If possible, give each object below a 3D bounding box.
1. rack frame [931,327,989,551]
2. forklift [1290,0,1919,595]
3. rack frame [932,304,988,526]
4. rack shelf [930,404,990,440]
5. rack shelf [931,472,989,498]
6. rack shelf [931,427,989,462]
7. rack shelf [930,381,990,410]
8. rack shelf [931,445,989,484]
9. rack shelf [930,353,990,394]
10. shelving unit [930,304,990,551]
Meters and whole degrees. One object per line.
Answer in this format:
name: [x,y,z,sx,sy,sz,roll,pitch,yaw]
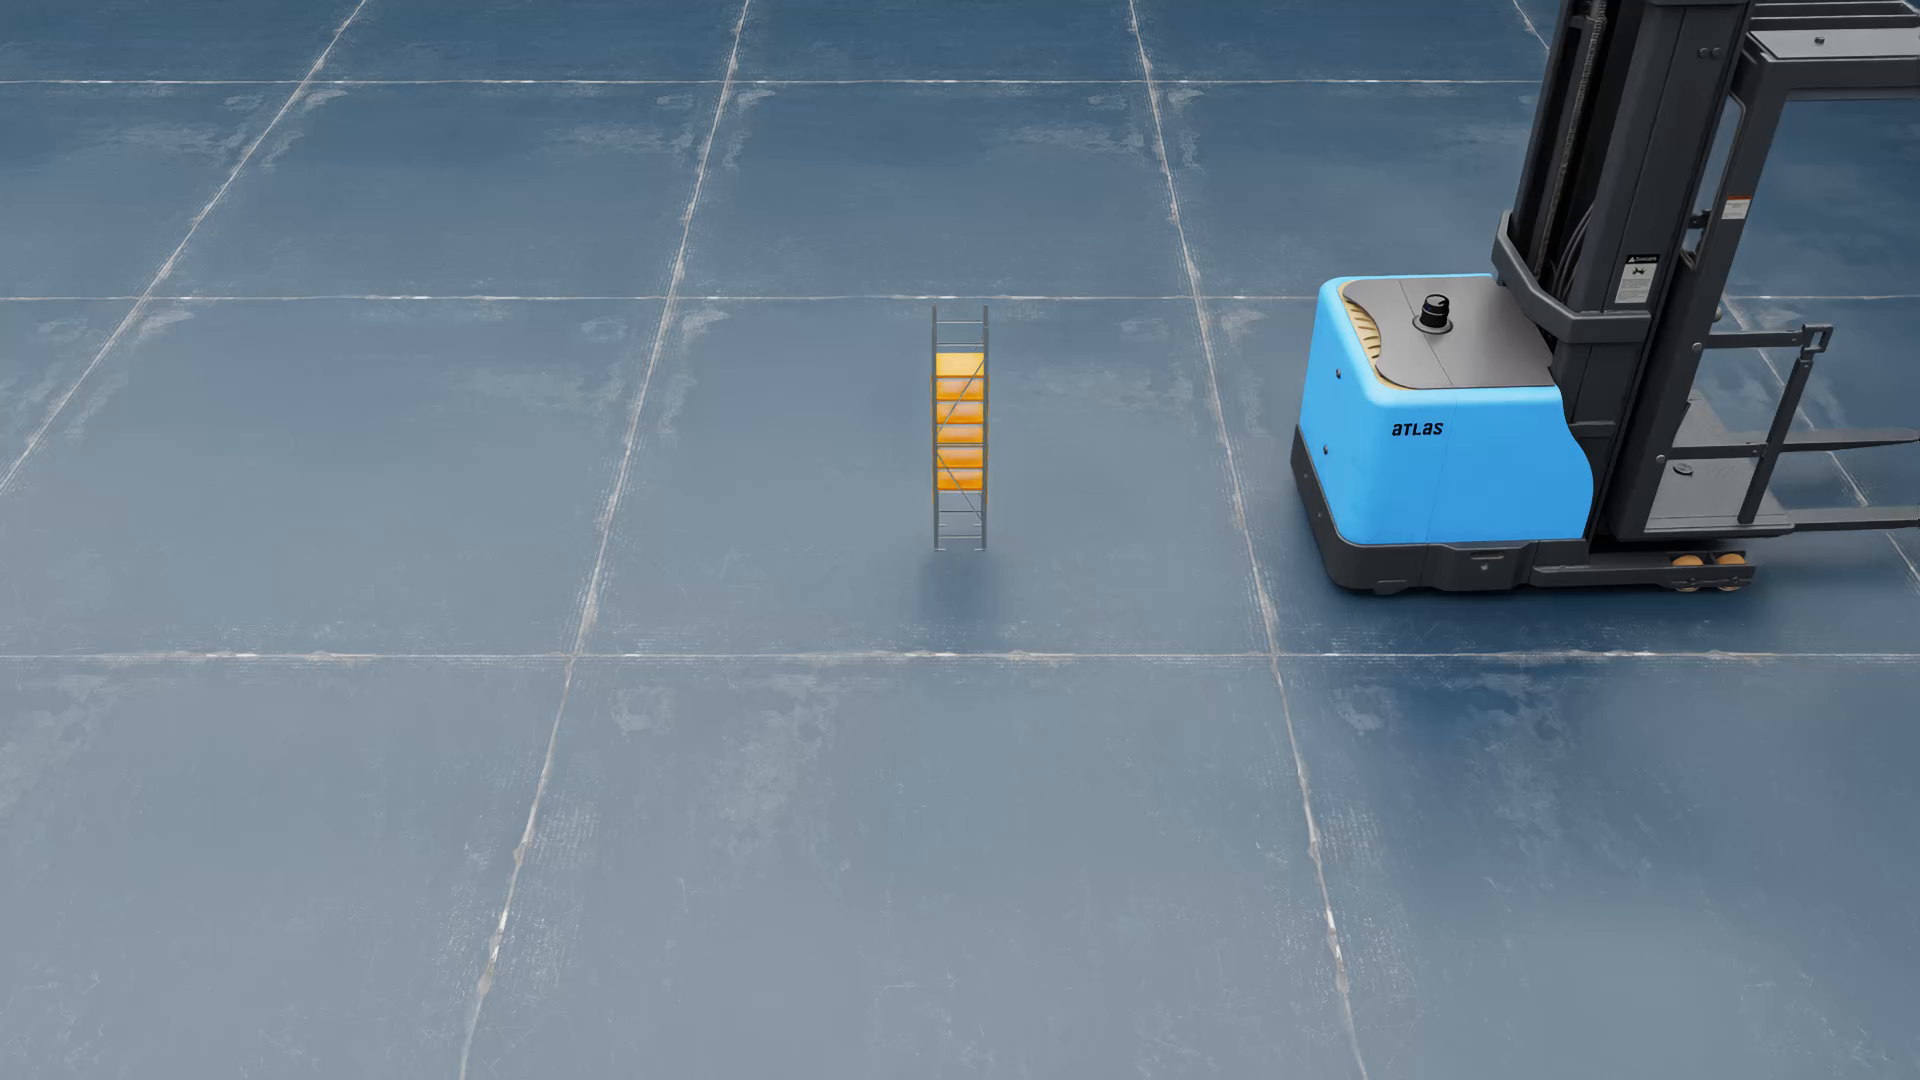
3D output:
rack frame: [0.000,-0.420,7.315,0.240,1.200,0.006,0,39,0]
forklift: [3.143,-1.242,6.956,3.031,2.935,1.130,-2,39,-2]
rack frame: [0.000,-0.534,7.457,0.240,1.200,0.006,0,39,0]
rack shelf: [0.000,-0.536,7.339,0.258,0.103,0.180,0,39,0]
rack shelf: [0.000,-0.255,7.564,0.258,0.103,0.180,0,39,0]
rack shelf: [0.000,-0.443,7.414,0.258,0.103,0.180,0,39,0]
rack shelf: [0.000,-0.630,7.264,0.258,0.103,0.180,0,39,0]
rack shelf: [0.000,-0.349,7.489,0.258,0.103,0.180,0,39,0]
rack shelf: [0.000,-0.724,7.189,0.258,0.103,0.180,0,39,0]
shelving unit: [0.000,-0.477,7.386,0.258,1.200,0.189,0,39,0]
